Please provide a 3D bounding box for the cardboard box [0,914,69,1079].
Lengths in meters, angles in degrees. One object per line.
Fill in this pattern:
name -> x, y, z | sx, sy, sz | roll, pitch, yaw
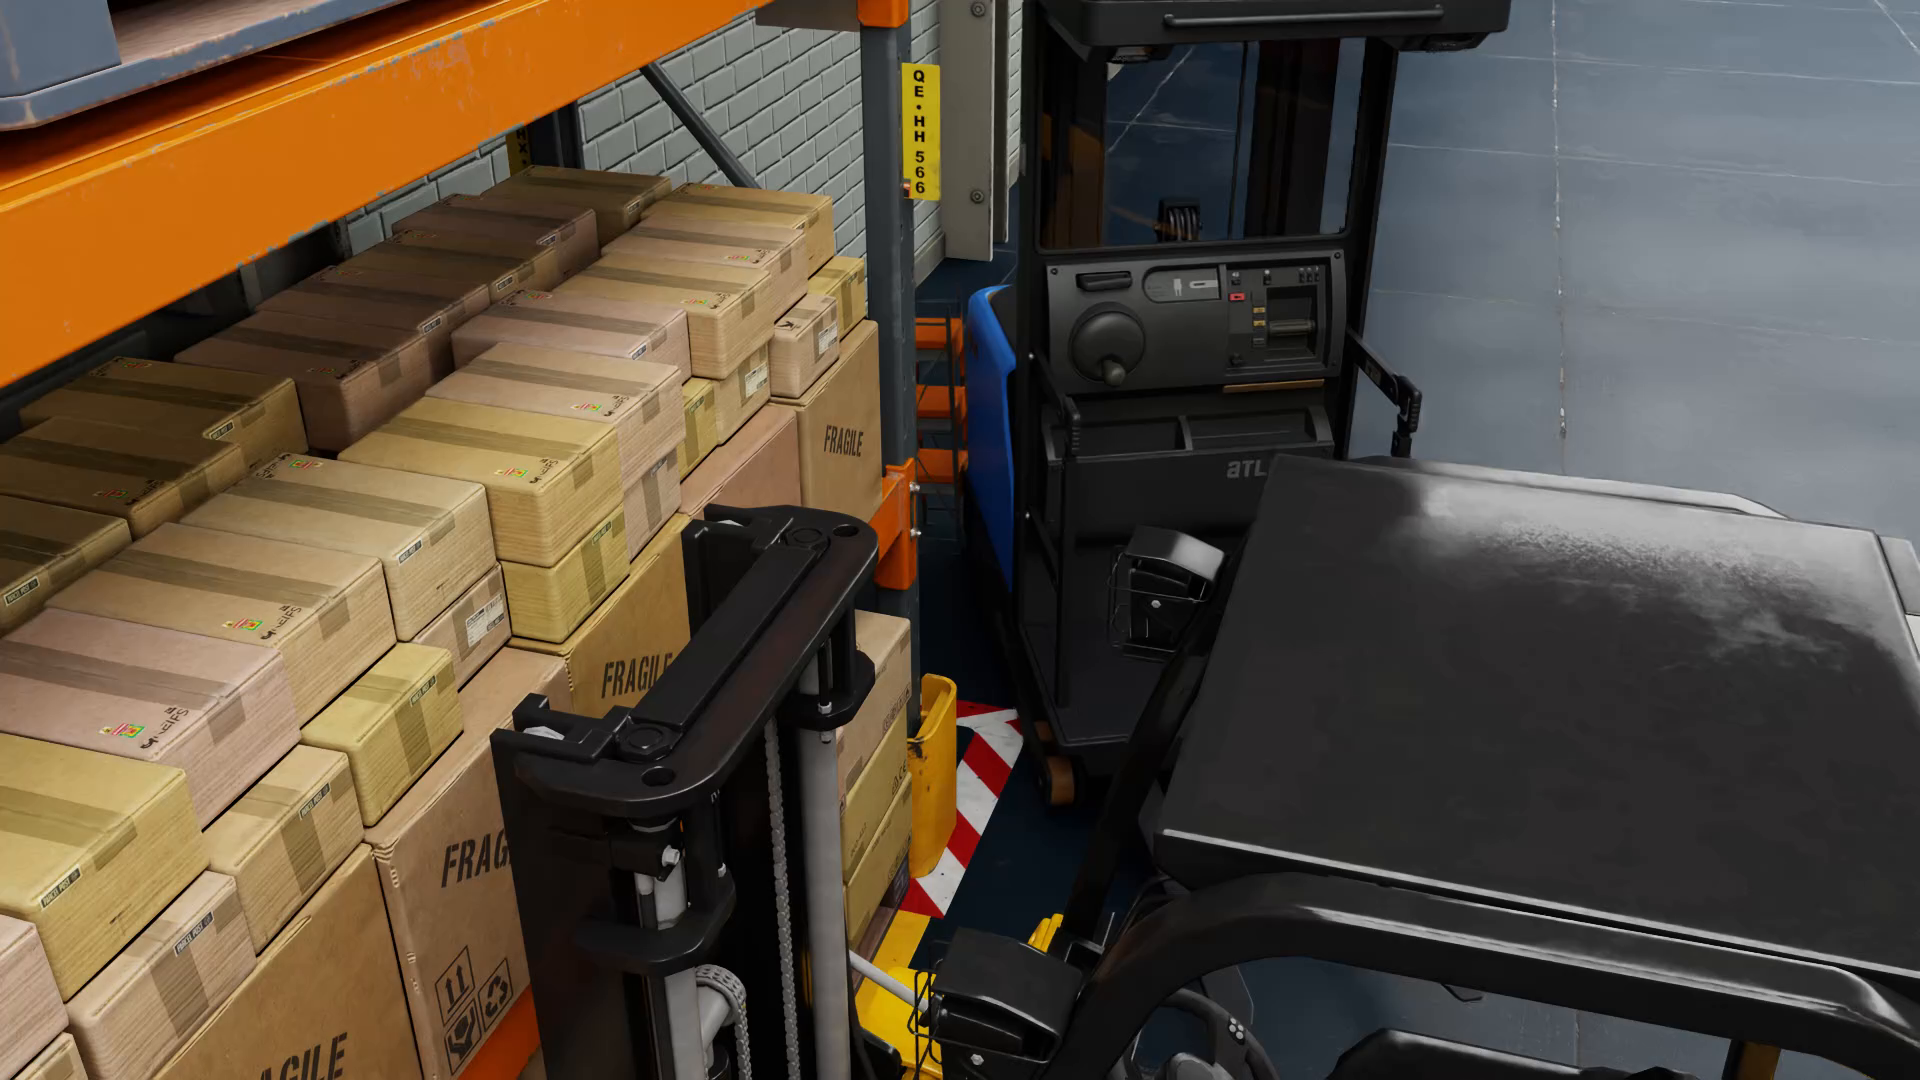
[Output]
cardboard box -> -1.177, 0.488, 1.711 | 0.380, 0.149, 0.250 | 9, 30, 16

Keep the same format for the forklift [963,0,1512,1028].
forklift -> 0.756, -0.628, 4.865 | 1.130, 2.935, 3.031 | -4, 29, -8

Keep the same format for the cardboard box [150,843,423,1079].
cardboard box -> -1.120, 0.718, 2.272 | 0.500, 0.500, 0.500 | 8, 30, 14

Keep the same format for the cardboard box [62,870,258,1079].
cardboard box -> -1.093, 0.501, 1.994 | 0.380, 0.149, 0.250 | 8, 30, 14

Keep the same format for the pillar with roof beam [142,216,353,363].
pillar with roof beam -> 2.439, -2.261, 1.558 | 9.100, 9.000, 0.400 | 8, 30, 15

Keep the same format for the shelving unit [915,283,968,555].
shelving unit -> -0.094, -0.463, 6.493 | 0.215, 1.050, 0.252 | 2, 29, 9

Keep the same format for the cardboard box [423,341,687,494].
cardboard box -> -0.722, -0.223, 2.989 | 0.380, 0.149, 0.250 | 9, 30, 16

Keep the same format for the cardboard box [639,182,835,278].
cardboard box -> -0.514, -0.709, 3.864 | 0.380, 0.149, 0.250 | 9, 30, 15

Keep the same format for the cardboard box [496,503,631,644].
cardboard box -> -0.797, 0.025, 2.850 | 0.380, 0.149, 0.250 | 9, 30, 15

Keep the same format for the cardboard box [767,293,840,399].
cardboard box -> -0.491, -0.452, 3.707 | 0.380, 0.149, 0.250 | 9, 30, 16

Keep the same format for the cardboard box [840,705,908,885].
cardboard box -> -0.454, 0.622, 4.429 | 0.500, 0.250, 0.500 | 8, 30, 14

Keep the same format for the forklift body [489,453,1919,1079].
forklift body -> 0.577, 1.064, 2.625 | 2.313, 2.155, 1.214 | 8, 30, 15

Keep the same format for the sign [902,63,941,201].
sign -> -0.096, -0.974, 3.981 | 0.100, 0.325, 0.005 | 8, 30, 15

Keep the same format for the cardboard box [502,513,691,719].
cardboard box -> -0.815, 0.252, 3.109 | 0.500, 0.500, 0.500 | 8, 30, 14

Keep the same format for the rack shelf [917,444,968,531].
rack shelf -> -0.082, -0.210, 6.631 | 0.215, 0.259, 0.240 | 2, 29, 9

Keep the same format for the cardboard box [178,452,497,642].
cardboard box -> -0.959, 0.004, 2.581 | 0.380, 0.149, 0.250 | 9, 30, 16

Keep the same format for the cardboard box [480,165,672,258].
cardboard box -> -0.913, -0.780, 3.991 | 0.380, 0.149, 0.250 | 8, 30, 14

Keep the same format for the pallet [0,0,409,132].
pallet -> -1.199, -0.827, 2.157 | 1.003, 0.211, 1.213 | 8, 30, 15

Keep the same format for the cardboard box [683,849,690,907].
cardboard box -> -0.730, 0.865, 3.478 | 0.500, 0.250, 0.500 | 9, 30, 16

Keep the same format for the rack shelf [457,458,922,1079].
rack shelf -> -1.197, 0.795, 2.975 | 1.077, 0.370, 4.000 | 8, 30, 15

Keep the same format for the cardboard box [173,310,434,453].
cardboard box -> -1.226, -0.300, 3.127 | 0.380, 0.149, 0.250 | 9, 30, 16

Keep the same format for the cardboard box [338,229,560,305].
cardboard box -> -1.086, -0.539, 3.557 | 0.380, 0.149, 0.250 | 9, 30, 16

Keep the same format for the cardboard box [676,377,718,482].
cardboard box -> -0.709, -0.226, 3.301 | 0.380, 0.149, 0.250 | 8, 30, 15

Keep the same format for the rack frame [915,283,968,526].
rack frame -> -0.074, -0.522, 6.599 | 0.200, 1.050, 0.008 | 2, 29, 9

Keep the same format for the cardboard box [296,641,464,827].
cardboard box -> -0.966, 0.257, 2.433 | 0.380, 0.149, 0.250 | 8, 30, 14

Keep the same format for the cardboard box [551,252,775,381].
cardboard box -> -0.607, -0.465, 3.424 | 0.380, 0.149, 0.250 | 9, 30, 16

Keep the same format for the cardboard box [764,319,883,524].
cardboard box -> -0.504, -0.226, 3.968 | 0.500, 0.500, 0.500 | 8, 30, 14

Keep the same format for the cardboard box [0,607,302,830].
cardboard box -> -1.105, 0.237, 2.162 | 0.380, 0.149, 0.250 | 8, 30, 15

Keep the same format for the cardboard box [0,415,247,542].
cardboard box -> -1.394, -0.066, 2.706 | 0.380, 0.149, 0.250 | 9, 30, 15

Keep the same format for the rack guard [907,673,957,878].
rack guard -> -0.603, 0.632, 5.099 | 1.175, 0.500, 0.348 | 8, 30, 15

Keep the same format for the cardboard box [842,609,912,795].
cardboard box -> -0.447, 0.391, 4.330 | 0.500, 0.250, 0.500 | 10, 30, 17

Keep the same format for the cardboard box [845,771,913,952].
cardboard box -> -0.446, 0.833, 4.564 | 0.500, 0.250, 0.500 | 9, 30, 15

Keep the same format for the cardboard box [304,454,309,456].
cardboard box -> -1.403, -0.068, 3.016 | 0.380, 0.149, 0.250 | 10, 30, 17
